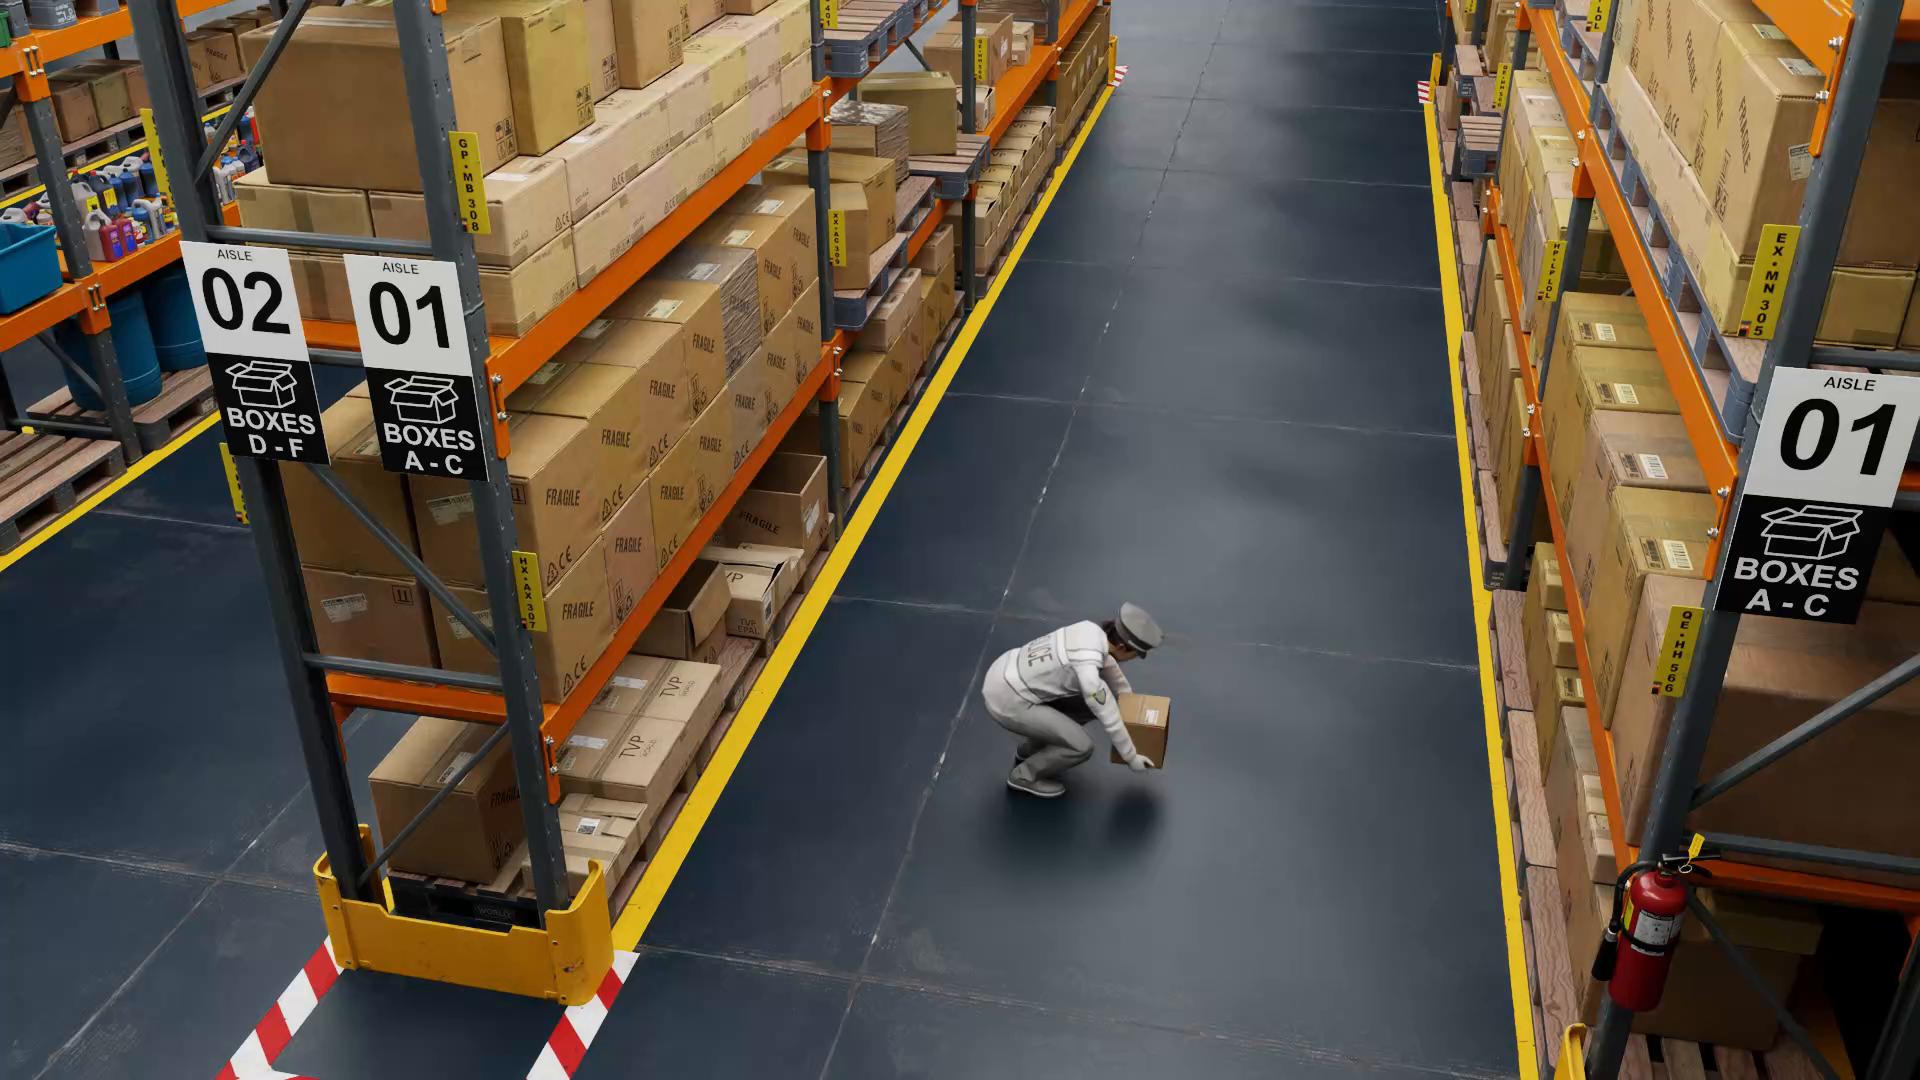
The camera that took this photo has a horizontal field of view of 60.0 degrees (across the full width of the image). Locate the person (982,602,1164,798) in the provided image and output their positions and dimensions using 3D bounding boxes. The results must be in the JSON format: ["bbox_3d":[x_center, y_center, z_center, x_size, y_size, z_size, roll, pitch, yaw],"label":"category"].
[{"bbox_3d":[0.539,0.749,7.977,0.853,0.981,0.464,5,29,9],"label":"person"}]
